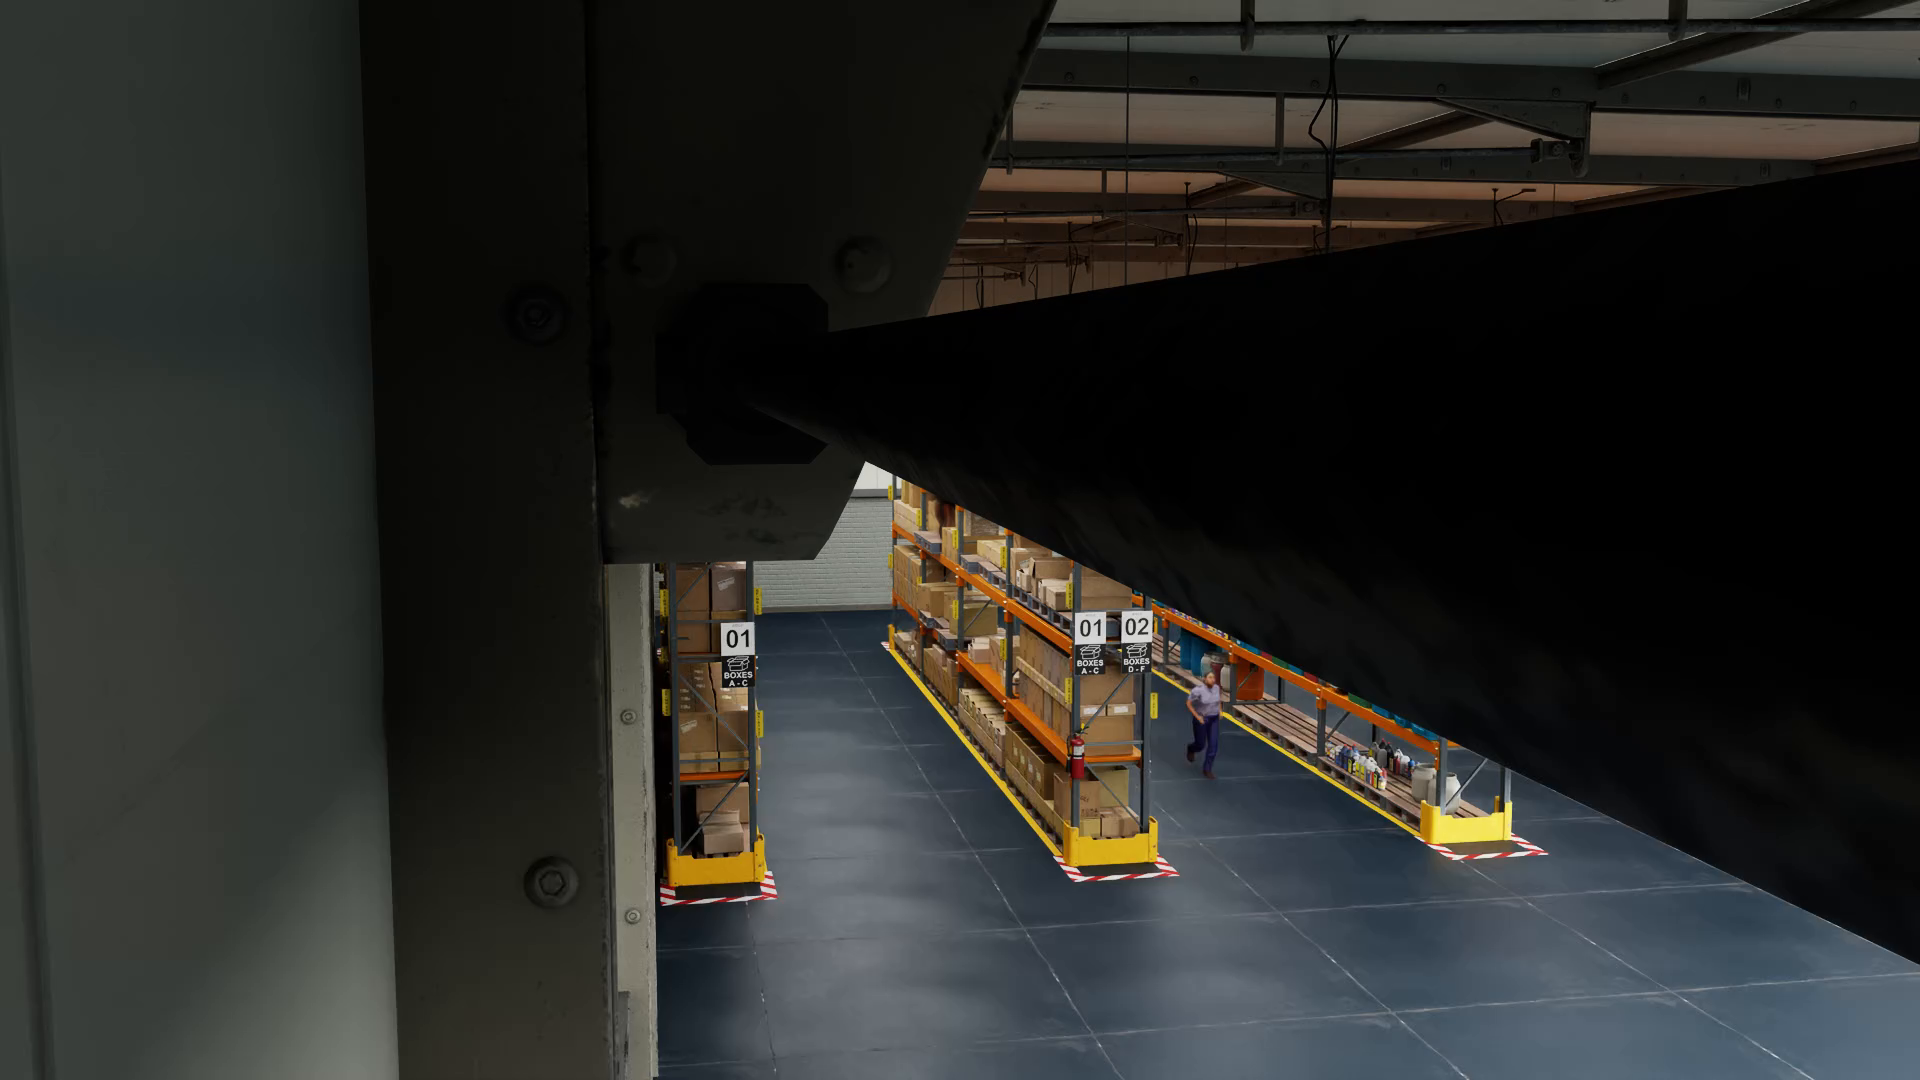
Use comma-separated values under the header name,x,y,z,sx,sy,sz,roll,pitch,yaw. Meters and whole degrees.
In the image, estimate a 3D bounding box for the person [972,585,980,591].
name,x,y,z,sx,sy,sz,roll,pitch,yaw
person,0.345,1.503,37.316,0.525,1.611,0.632,3,7,28

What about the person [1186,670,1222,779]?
name,x,y,z,sx,sy,sz,roll,pitch,yaw
person,3.757,2.791,25.502,0.630,1.633,0.770,-2,7,-20
